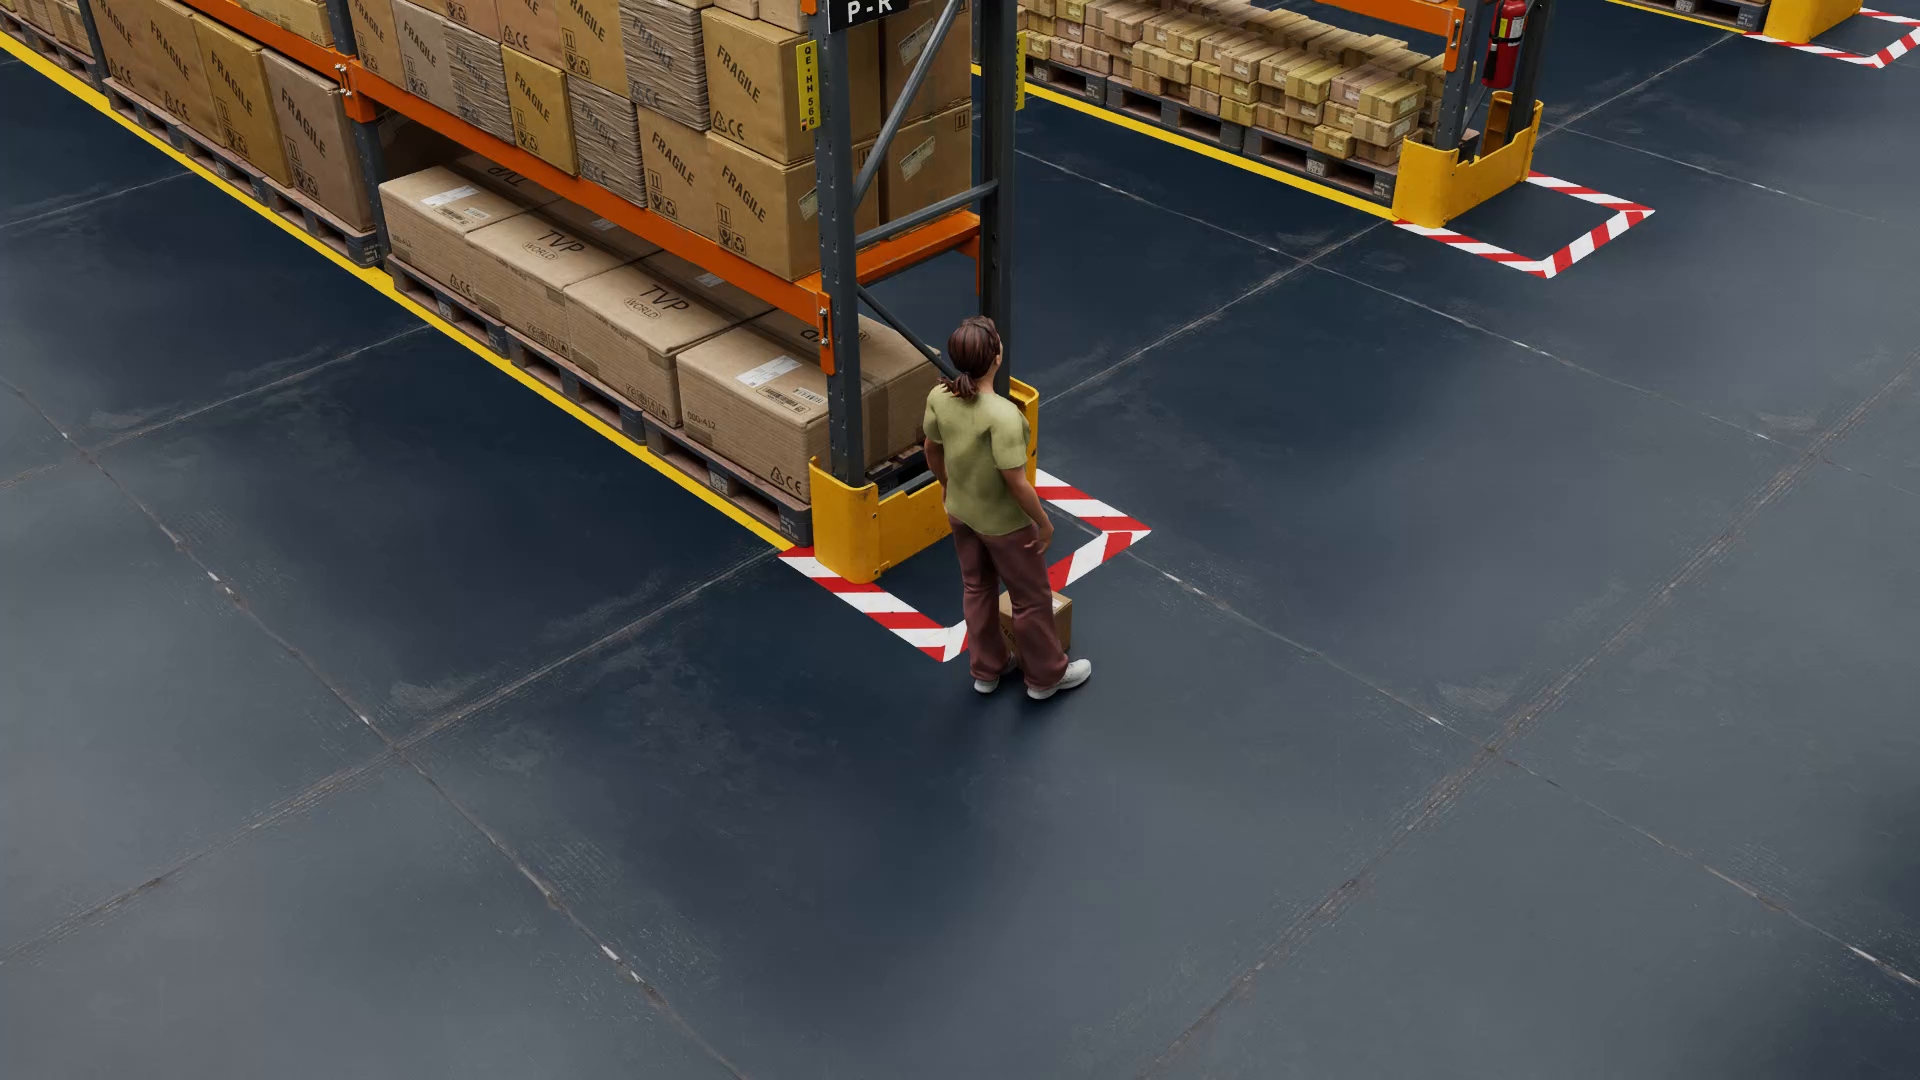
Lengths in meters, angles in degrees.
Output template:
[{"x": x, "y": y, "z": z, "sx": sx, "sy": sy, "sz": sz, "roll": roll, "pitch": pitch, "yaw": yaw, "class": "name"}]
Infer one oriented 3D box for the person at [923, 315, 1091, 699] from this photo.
[{"x": 0.168, "y": -0.123, "z": 6.303, "sx": 0.554, "sy": 1.673, "sz": 0.548, "roll": 28, "pitch": 44, "yaw": 33, "class": "person"}]
